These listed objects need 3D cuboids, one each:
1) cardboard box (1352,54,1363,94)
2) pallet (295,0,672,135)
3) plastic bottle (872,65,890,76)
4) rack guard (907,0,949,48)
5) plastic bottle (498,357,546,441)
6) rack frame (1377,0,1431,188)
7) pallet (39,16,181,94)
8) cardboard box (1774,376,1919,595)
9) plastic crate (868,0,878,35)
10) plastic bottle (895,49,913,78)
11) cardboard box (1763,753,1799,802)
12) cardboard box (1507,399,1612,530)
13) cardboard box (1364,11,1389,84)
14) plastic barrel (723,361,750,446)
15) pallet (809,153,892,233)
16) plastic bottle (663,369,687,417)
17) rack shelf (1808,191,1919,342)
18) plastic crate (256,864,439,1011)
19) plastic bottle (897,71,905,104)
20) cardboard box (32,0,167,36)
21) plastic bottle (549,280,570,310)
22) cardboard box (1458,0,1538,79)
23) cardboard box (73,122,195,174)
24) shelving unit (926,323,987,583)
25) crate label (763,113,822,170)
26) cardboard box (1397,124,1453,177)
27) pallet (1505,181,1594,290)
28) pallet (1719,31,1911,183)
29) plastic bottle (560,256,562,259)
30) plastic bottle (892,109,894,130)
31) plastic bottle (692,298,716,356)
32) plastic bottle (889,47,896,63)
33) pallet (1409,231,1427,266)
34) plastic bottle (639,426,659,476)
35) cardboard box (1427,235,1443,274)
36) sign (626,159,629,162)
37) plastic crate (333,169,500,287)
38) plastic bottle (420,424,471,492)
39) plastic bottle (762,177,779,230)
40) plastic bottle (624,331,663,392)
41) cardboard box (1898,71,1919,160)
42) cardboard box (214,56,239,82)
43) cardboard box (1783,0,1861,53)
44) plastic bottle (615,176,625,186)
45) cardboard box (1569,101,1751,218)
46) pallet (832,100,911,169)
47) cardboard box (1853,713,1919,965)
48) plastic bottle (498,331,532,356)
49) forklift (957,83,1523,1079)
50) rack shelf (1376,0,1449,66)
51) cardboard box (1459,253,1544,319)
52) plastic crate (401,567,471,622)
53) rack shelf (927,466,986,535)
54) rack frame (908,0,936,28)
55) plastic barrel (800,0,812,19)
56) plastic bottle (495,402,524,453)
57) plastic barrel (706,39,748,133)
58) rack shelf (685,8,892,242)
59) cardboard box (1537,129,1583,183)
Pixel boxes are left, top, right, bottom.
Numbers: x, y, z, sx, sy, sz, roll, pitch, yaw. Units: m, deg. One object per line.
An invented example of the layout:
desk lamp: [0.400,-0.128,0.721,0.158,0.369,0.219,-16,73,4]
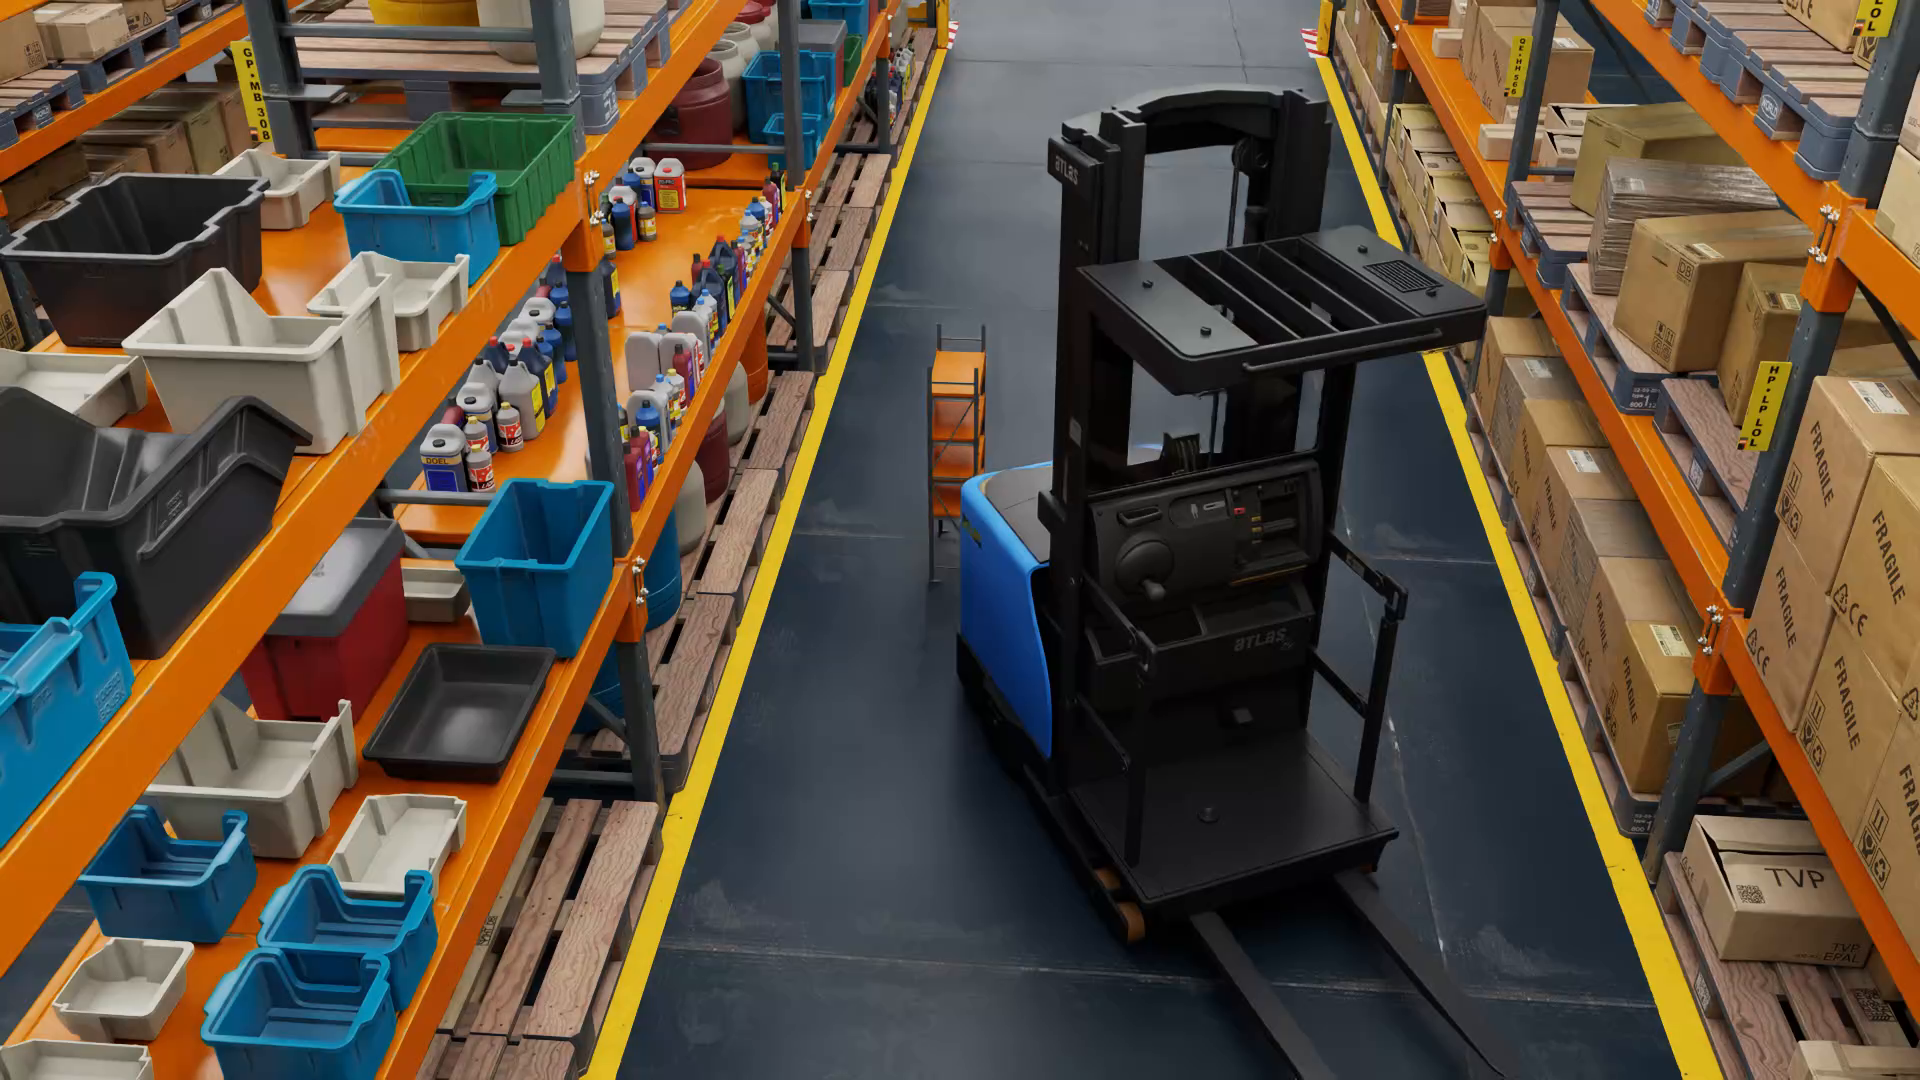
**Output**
cardboard box: [3.802,-4.154,14.851,0.500,0.250,0.500,2,32,4]
pallet: [-1.756,-1.750,6.051,1.213,0.211,1.003,2,32,4]
plastic bottle: [-0.692,-4.069,14.670,0.152,0.276,0.135,2,32,4]
rack guard: [-0.705,-5.308,16.887,1.175,0.500,0.348,2,32,4]
plastic bottle: [-1.830,-0.607,6.922,0.144,0.351,0.185,2,32,4]
rack frame: [3.865,-4.109,12.558,1.000,3.000,0.127,2,32,4]
pallet: [-6.213,-3.398,11.587,1.003,0.211,1.213,2,32,4]
cardboard box: [2.895,-0.160,5.102,0.500,0.500,0.500,3,32,5]
plastic crate: [-0.806,-4.083,12.456,0.402,0.464,0.583,2,32,4]
plastic bottle: [-0.506,-4.332,15.097,0.152,0.276,0.135,3,32,4]
cardboard box: [3.496,0.709,6.704,0.500,0.500,0.500,1,32,2]
cardboard box: [3.135,-0.379,8.469,0.500,0.500,0.500,2,32,3]
cardboard box: [3.775,-4.211,14.229,0.500,0.500,0.500,2,32,4]
plastic barrel: [-1.377,-0.795,9.152,0.421,0.512,0.421,0,32,0]
pallet: [-1.096,-2.723,12.967,1.003,0.211,1.213,2,32,4]
plastic bottle: [-1.223,-0.633,7.108,0.097,0.201,0.097,0,32,0]
rack shelf: [3.051,0.149,3.475,1.077,0.370,4.000,2,32,4]
plastic crate: [-1.568,1.038,4.310,0.416,0.233,0.300,2,32,4]
plastic bottle: [-0.522,-3.941,14.456,0.061,0.283,0.133,4,32,6]
cardboard box: [-6.057,-3.846,11.634,0.797,0.503,0.637,6,32,9]
plastic bottle: [-1.858,-1.080,7.766,0.097,0.271,0.097,0,32,0]
cardboard box: [3.744,-3.475,11.435,0.500,0.500,0.500,5,32,8]
cardboard box: [-6.182,-2.796,12.391,0.700,0.500,0.500,0,32,0]
shelving unit: [-0.013,-0.424,8.295,0.258,1.200,0.503,2,32,4]
crate label: [-0.989,-2.364,9.886,0.303,0.233,0.416,2,32,4]
cardboard box: [3.538,-2.889,12.265,0.500,0.311,0.500,2,32,3]
pallet: [3.555,-1.578,8.635,1.213,0.211,1.003,2,32,4]
pallet: [3.337,-1.461,5.581,1.213,0.211,1.003,2,32,4]
plastic bottle: [-1.867,-1.240,8.022,0.152,0.276,0.135,2,32,4]
plastic bottle: [-0.600,-3.520,13.850,0.097,0.201,0.097,0,32,0]
plastic bottle: [-1.174,-0.975,7.596,0.097,0.271,0.097,0,32,0]
plastic bottle: [-0.612,-4.340,15.102,0.061,0.283,0.133,2,32,4]
pallet: [3.748,-1.895,11.624,1.003,0.211,1.213,2,32,4]
plastic bottle: [-1.265,-0.359,6.663,0.097,0.201,0.097,0,32,0]
cardboard box: [3.422,-1.844,11.103,0.500,0.250,0.500,3,32,5]
sign: [-1.946,-2.320,9.500,0.100,0.325,0.005,2,32,4]
plastic crate: [-1.478,-0.855,4.579,0.416,0.233,0.300,2,32,4]
plastic bottle: [-2.013,-0.306,6.506,0.152,0.276,0.135,2,32,4]
plastic bottle: [-1.023,-1.831,8.973,0.061,0.283,0.133,2,32,4]
plastic bottle: [-1.381,-0.803,7.312,0.152,0.276,0.135,2,32,4]
cardboard box: [2.927,-1.108,4.496,0.500,0.250,0.500,2,32,4]
cardboard box: [-5.935,-3.856,14.130,0.500,0.500,0.500,2,32,2]
cardboard box: [3.360,-2.077,5.812,0.600,0.600,0.600,2,32,3]
plastic bottle: [-1.826,-1.799,8.921,0.061,0.283,0.133,2,32,4]
cardboard box: [3.601,-1.905,8.486,0.700,0.500,0.500,-8,33,-13]
pallet: [-0.975,-3.485,14.203,1.003,0.211,1.213,2,32,4]
cardboard box: [2.820,0.816,4.472,0.500,0.500,0.500,2,32,4]
plastic bottle: [-1.942,-0.761,7.244,0.152,0.276,0.135,2,32,4]
forklift: [0.994,0.025,5.916,1.130,2.935,3.031,-12,33,-18]
rack shelf: [4.028,-4.849,14.444,1.077,0.370,4.000,2,32,4]
cardboard box: [3.337,-1.549,10.090,0.500,0.311,0.500,3,32,5]
plastic crate: [-1.903,0.185,5.785,0.396,0.136,0.243,2,32,4]
rack shelf: [-0.013,-0.198,8.434,0.258,0.148,0.480,2,32,4]
rack frame: [-0.746,-6.414,16.299,1.000,3.000,0.127,2,32,4]
plastic barrel: [-1.405,-4.347,12.467,0.600,0.901,0.708,2,32,4]
plastic bottle: [-1.857,-0.470,6.843,0.097,0.201,0.097,0,32,0]
plastic barrel: [-1.526,-2.826,10.369,0.421,0.512,0.421,0,32,0]
rack shelf: [-1.234,-2.970,11.397,1.077,0.370,4.000,2,32,4]
cardboard box: [3.613,-2.168,9.493,0.500,0.311,0.500,4,32,7]
